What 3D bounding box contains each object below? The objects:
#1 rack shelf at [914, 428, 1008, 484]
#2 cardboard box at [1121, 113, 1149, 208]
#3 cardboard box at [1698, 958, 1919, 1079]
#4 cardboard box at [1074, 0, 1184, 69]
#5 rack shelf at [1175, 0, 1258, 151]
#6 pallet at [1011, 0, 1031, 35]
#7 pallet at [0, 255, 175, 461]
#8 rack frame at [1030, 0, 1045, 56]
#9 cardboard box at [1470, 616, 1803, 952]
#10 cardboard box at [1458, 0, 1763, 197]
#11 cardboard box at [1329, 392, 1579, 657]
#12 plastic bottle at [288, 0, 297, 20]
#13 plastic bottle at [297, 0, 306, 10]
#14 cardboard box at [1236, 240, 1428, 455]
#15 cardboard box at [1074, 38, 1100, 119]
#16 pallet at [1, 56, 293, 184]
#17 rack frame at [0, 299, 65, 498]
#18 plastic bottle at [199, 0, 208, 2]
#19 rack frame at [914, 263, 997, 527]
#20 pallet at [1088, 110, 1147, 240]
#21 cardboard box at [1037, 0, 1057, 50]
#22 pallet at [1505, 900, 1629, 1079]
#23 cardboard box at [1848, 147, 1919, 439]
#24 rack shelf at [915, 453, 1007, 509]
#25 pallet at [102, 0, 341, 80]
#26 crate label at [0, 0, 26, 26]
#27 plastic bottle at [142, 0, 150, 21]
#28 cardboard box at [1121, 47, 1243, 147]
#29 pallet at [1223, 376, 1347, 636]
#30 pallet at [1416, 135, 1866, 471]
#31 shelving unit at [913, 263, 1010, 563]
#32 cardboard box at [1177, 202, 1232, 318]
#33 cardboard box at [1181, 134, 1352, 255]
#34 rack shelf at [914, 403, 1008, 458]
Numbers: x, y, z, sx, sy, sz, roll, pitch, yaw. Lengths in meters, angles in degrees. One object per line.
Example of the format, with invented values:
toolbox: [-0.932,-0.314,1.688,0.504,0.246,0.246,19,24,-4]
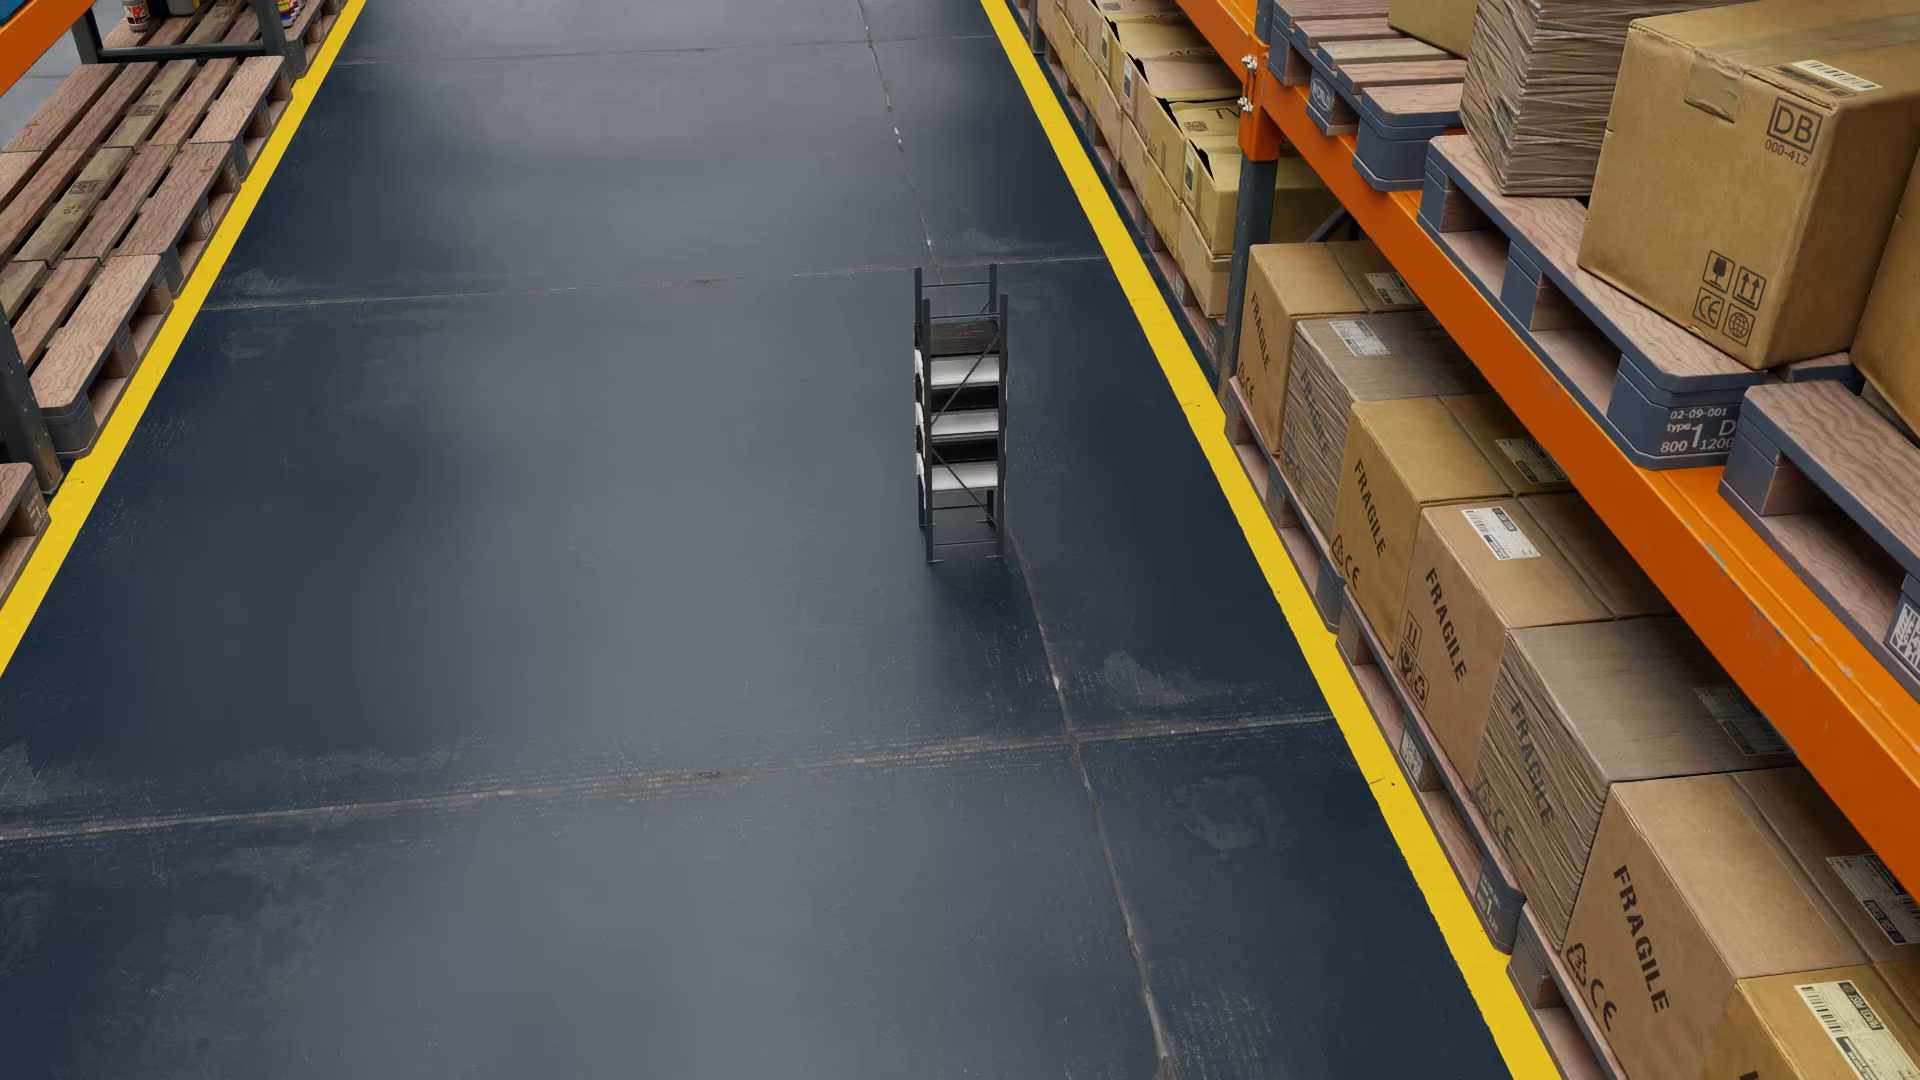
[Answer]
rack shelf: [0.001,-0.265,5.059,0.258,0.077,0.200,-4,35,-6]
cardboard box: [0.980,-1.631,7.048,0.500,0.250,0.500,-4,34,-5]
cardboard box: [1.618,1.080,2.831,0.500,0.500,0.500,-5,35,-7]
cardboard box: [0.834,-2.433,7.728,0.500,0.311,0.500,-5,35,-8]
rack shelf: [1.161,-2.569,6.995,1.077,0.370,4.000,-4,35,-6]
pallet: [0.827,-3.277,9.871,1.003,0.211,1.213,-4,35,-6]
pallet: [-3.544,-0.660,6.031,1.003,0.211,1.213,-4,35,-6]
rack frame: [0.892,-3.982,8.430,1.000,3.000,0.127,-4,35,-6]
cardboard box: [1.493,0.523,3.648,0.500,0.500,0.500,-4,34,-6]
cardboard box: [1.560,-1.097,3.735,0.700,0.500,0.500,2,34,3]
cardboard box: [1.347,-0.051,4.491,0.500,0.500,0.500,-5,35,-7]
plastic bottle: [-3.639,-2.902,8.939,0.097,0.201,0.097,0,34,0]
plastic bottle: [-3.696,-3.055,9.097,0.152,0.276,0.135,-3,34,-5]
cardboard box: [1.208,-0.623,5.330,0.500,0.500,0.500,-3,34,-4]
cardboard box: [0.841,-2.201,7.886,0.500,0.250,0.500,-5,35,-8]
pallet: [-3.872,-2.022,8.029,1.003,0.211,1.213,-4,35,-6]
rack frame: [-3.479,-1.377,4.607,1.000,3.000,0.127,-4,35,-6]
plastic bottle: [-4.271,-3.135,9.215,0.152,0.276,0.135,-4,35,-6]
rack frame: [-0.013,-0.424,5.073,0.240,0.900,0.006,-4,35,-6]
pallet: [1.197,-1.739,7.615,1.003,0.211,1.213,-4,35,-6]
cardboard box: [0.701,-2.776,8.728,0.500,0.250,0.500,-5,35,-8]
pallet: [1.821,1.183,3.326,1.003,0.211,1.213,-4,35,-6]
cardboard box: [1.971,-0.393,2.701,0.700,0.500,0.500,1,34,1]
rack shelf: [0.001,-0.191,5.110,0.258,0.077,0.200,-4,35,-6]
pallet: [-4.066,-2.835,9.222,1.003,0.211,1.213,-4,35,-6]
crate label: [-3.344,-1.967,5.441,0.502,0.435,0.616,-4,35,-6]
plastic bottle: [-4.408,-2.912,8.881,0.061,0.283,0.133,-3,34,-4]
cardboard box: [0.974,-1.864,6.893,0.500,0.311,0.500,-5,35,-7]
pallet: [1.493,-0.178,5.324,1.003,0.211,1.213,-4,35,-6]
pallet: [1.696,-0.586,3.617,1.003,0.211,1.213,-4,35,-6]
shelving unit: [0.001,-0.367,4.990,0.258,0.900,0.210,-4,35,-6]
cardboard box: [1.118,-1.063,6.214,0.500,0.250,0.500,-4,34,-5]
cardboard box: [1.116,-1.293,6.054,0.500,0.311,0.500,-3,34,-5]
rack shelf: [0.001,-0.340,5.009,0.258,0.077,0.200,-4,35,-6]
